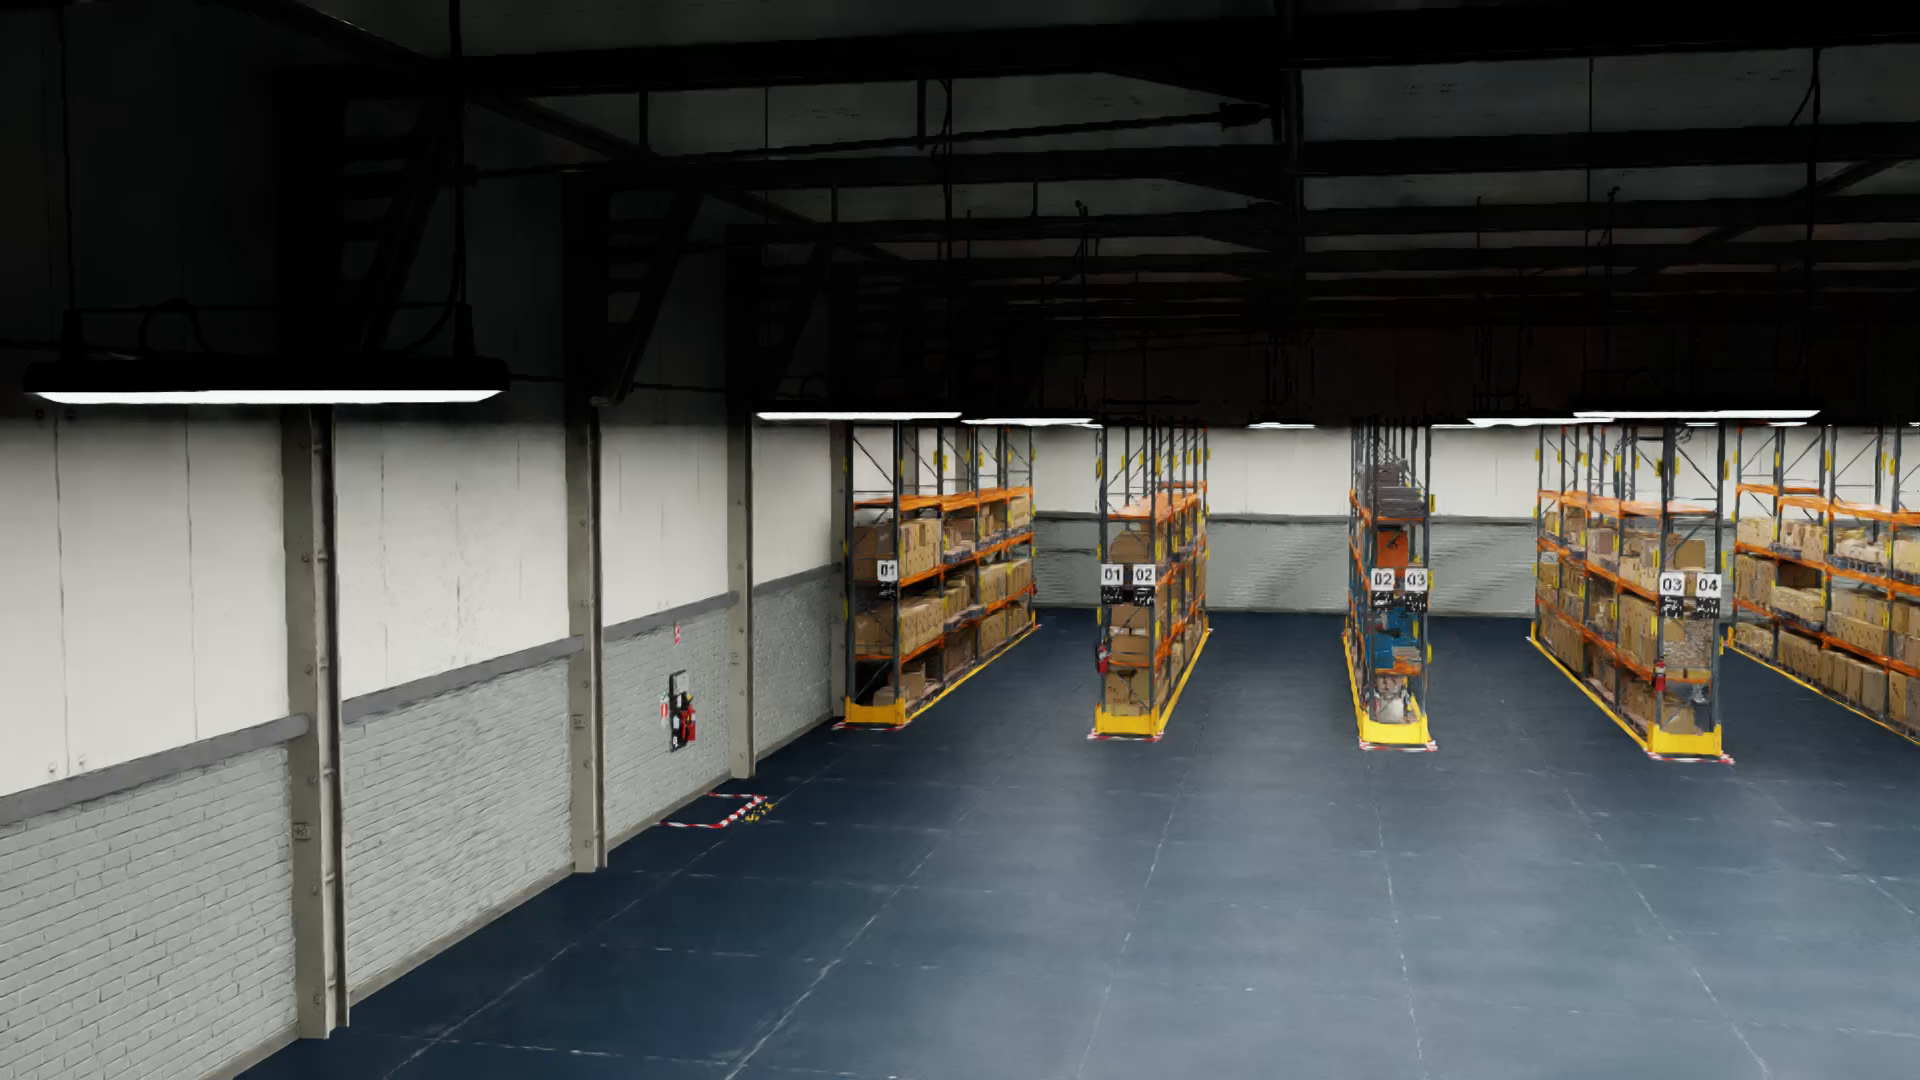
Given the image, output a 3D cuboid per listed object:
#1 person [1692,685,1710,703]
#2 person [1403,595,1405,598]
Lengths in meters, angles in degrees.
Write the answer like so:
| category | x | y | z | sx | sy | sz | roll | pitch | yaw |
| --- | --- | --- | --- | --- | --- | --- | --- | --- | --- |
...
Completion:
| category | x | y | z | sx | sy | sz | roll | pitch | yaw |
| --- | --- | --- | --- | --- | --- | --- | --- | --- | --- |
| person | 15.535 | 2.590 | 34.816 | 0.415 | 1.603 | 0.505 | -1 | 4 | -18 |
| person | 11.973 | 1.947 | 44.486 | 0.455 | 1.589 | 1.089 | 1 | 4 | 9 |
